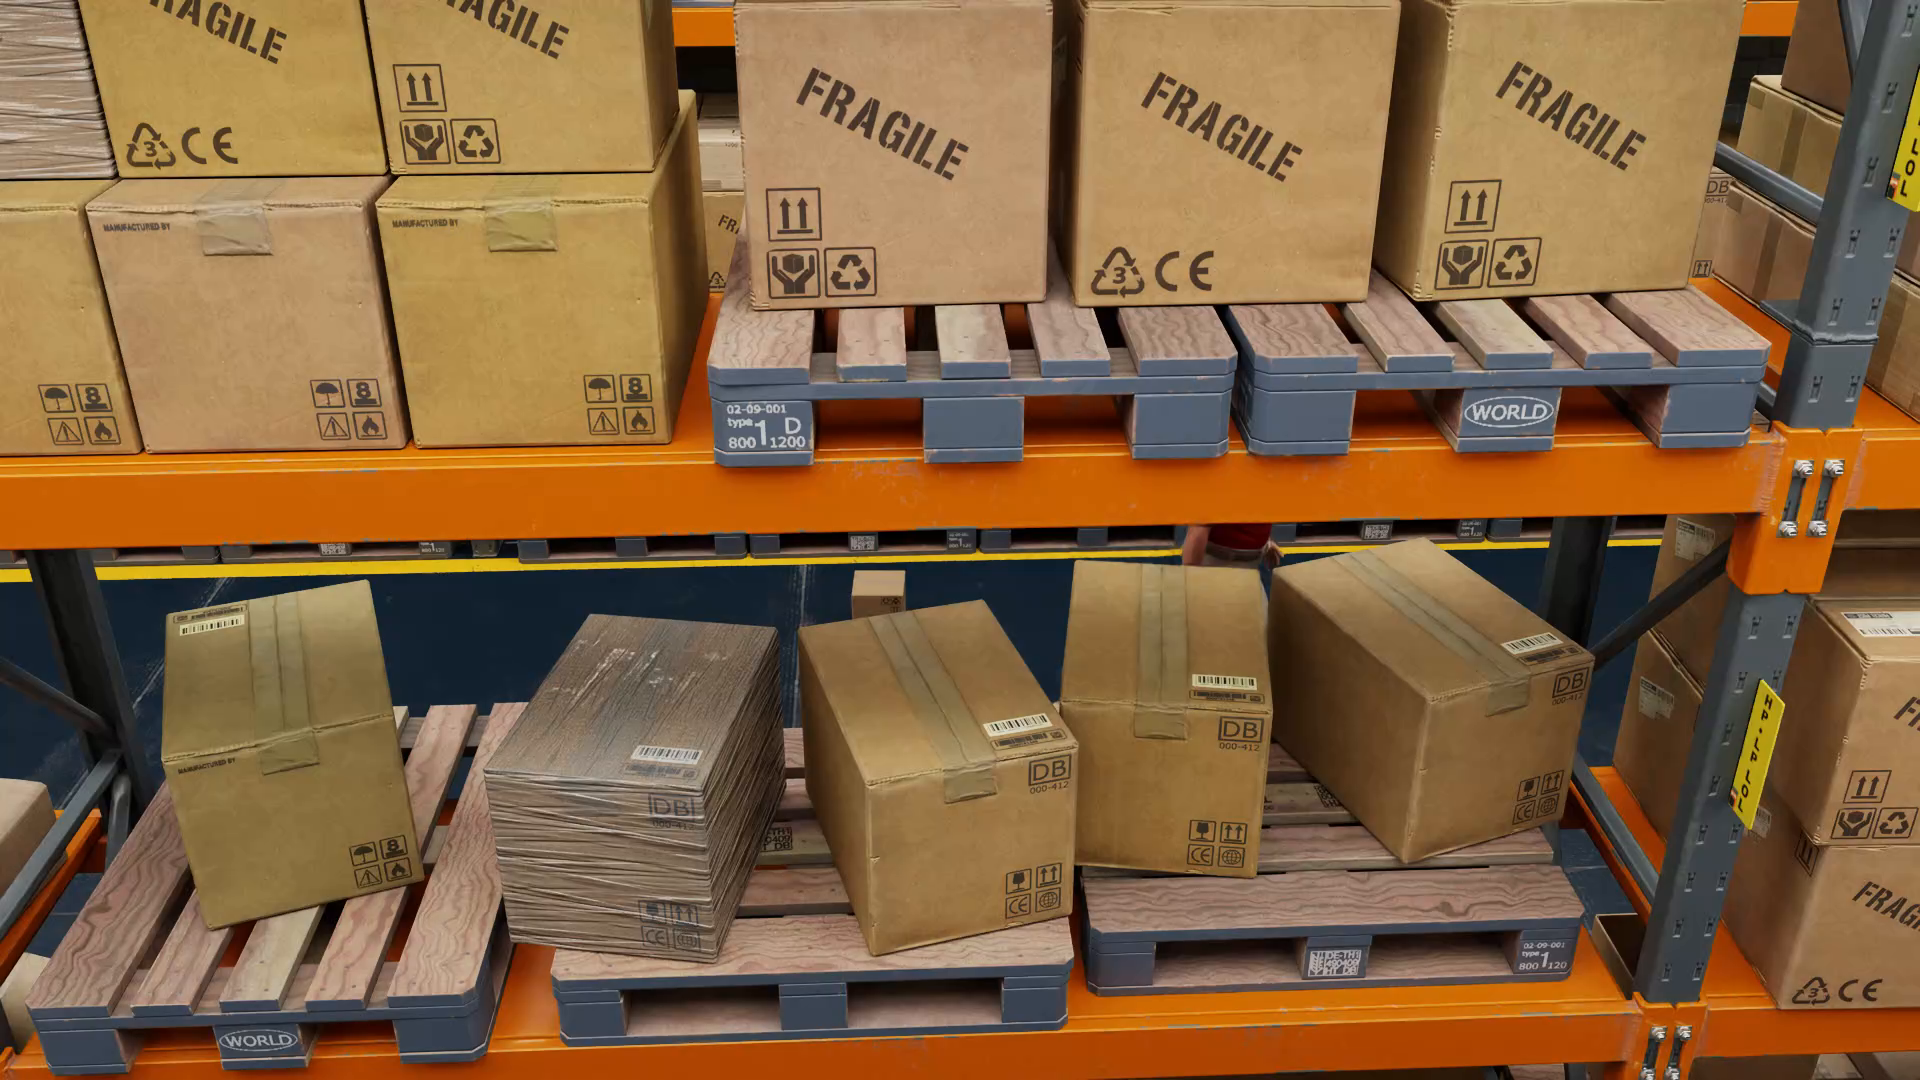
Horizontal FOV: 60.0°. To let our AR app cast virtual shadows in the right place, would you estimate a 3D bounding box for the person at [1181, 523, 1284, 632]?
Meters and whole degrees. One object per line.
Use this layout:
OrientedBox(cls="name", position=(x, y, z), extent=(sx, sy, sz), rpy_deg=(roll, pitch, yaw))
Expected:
OrientedBox(cls="person", position=(1.149, 0.136, 6.916), extent=(0.733, 1.781, 0.586), rpy_deg=(4, 28, 7))
